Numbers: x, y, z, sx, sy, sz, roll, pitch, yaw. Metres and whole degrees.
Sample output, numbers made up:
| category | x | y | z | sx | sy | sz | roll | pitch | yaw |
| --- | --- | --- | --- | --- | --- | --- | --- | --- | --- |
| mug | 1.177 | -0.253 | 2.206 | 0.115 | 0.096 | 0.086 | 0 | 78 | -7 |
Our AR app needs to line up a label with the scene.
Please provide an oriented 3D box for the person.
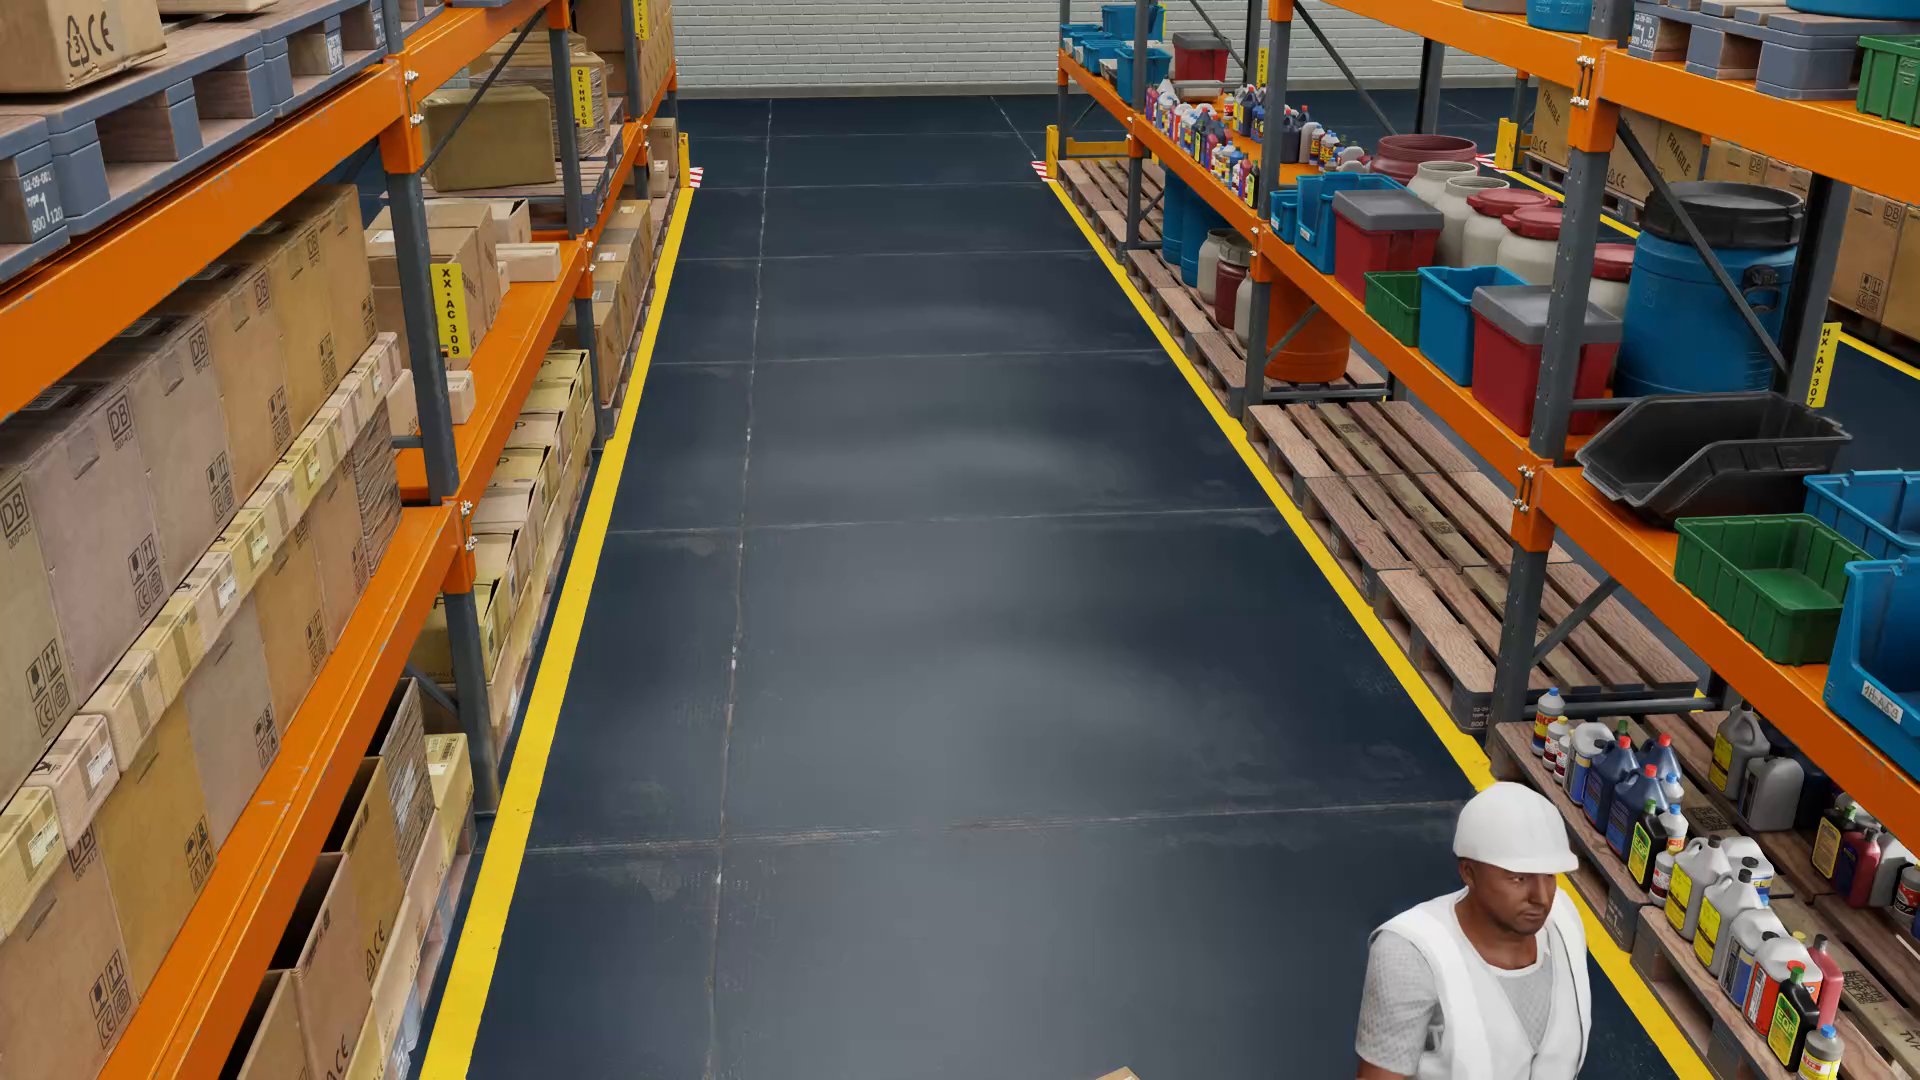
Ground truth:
| category | x | y | z | sx | sy | sz | roll | pitch | yaw |
| --- | --- | --- | --- | --- | --- | --- | --- | --- | --- |
| person | 1.087 | 1.313 | 3.570 | 0.579 | 1.748 | 1.031 | -7 | 24 | -16 |
